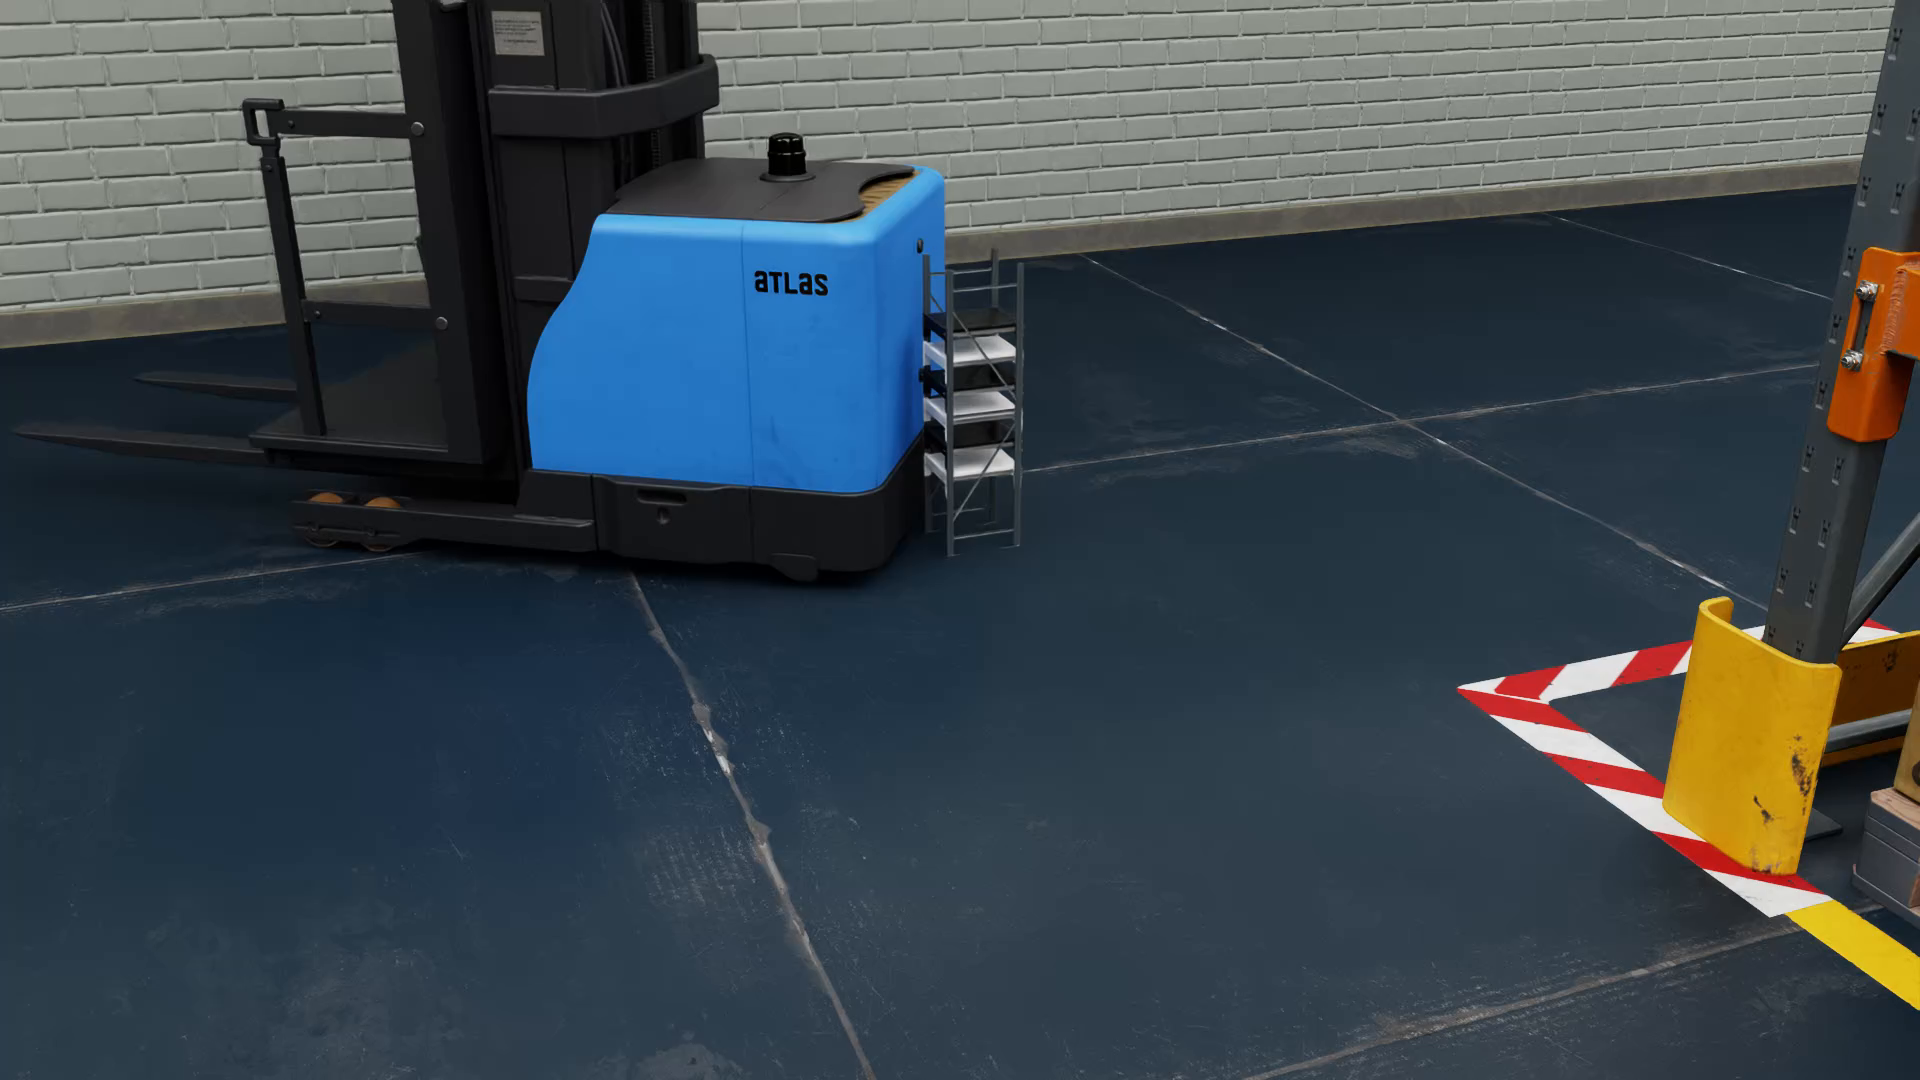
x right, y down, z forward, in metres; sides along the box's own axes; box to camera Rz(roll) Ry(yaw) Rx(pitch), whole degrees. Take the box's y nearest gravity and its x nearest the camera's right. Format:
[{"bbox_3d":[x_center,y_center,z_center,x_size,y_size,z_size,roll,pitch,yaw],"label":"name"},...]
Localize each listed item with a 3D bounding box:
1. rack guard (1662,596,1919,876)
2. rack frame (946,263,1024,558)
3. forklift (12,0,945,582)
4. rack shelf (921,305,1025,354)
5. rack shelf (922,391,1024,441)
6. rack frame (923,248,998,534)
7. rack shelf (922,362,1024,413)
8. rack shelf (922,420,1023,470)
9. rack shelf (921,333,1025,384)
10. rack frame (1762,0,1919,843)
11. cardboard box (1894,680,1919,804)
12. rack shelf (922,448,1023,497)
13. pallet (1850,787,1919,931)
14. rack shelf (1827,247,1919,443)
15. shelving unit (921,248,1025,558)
[{"bbox_3d":[2.194,0.352,3.771,1.175,0.500,0.348,-8,24,-19],"label":"rack guard"},{"bbox_3d":[0.073,-0.377,4.985,0.240,0.900,0.006,-8,24,-19],"label":"rack frame"},{"bbox_3d":[-1.606,-1.507,5.051,3.031,2.935,1.130,5,23,11],"label":"forklift"},{"bbox_3d":[0.038,-0.632,4.981,0.258,0.077,0.200,-8,24,-19],"label":"rack shelf"},{"bbox_3d":[0.038,-0.383,5.086,0.258,0.077,0.200,-8,24,-19],"label":"rack shelf"},{"bbox_3d":[0.003,-0.451,5.161,0.240,0.900,0.006,-8,24,-19],"label":"rack frame"},{"bbox_3d":[0.038,-0.466,5.051,0.258,0.077,0.200,-8,24,-19],"label":"rack shelf"},{"bbox_3d":[0.038,-0.300,5.121,0.258,0.077,0.200,-8,24,-19],"label":"rack shelf"},{"bbox_3d":[0.038,-0.549,5.016,0.258,0.077,0.200,-8,24,-19],"label":"rack shelf"},{"bbox_3d":[2.202,-0.791,3.265,1.000,3.000,0.127,-8,24,-19],"label":"rack frame"},{"bbox_3d":[2.503,0.216,3.070,0.875,0.875,0.875,-8,24,-19],"label":"cardboard box"},{"bbox_3d":[0.038,-0.217,5.156,0.258,0.077,0.200,-8,24,-19],"label":"rack shelf"},{"bbox_3d":[2.558,0.774,3.142,1.003,0.211,1.213,-8,24,-19],"label":"pallet"},{"bbox_3d":[2.909,0.267,1.680,1.077,0.370,4.000,-8,24,-19],"label":"rack shelf"},{"bbox_3d":[0.038,-0.414,5.073,0.258,0.900,0.210,-8,24,-19],"label":"shelving unit"}]
